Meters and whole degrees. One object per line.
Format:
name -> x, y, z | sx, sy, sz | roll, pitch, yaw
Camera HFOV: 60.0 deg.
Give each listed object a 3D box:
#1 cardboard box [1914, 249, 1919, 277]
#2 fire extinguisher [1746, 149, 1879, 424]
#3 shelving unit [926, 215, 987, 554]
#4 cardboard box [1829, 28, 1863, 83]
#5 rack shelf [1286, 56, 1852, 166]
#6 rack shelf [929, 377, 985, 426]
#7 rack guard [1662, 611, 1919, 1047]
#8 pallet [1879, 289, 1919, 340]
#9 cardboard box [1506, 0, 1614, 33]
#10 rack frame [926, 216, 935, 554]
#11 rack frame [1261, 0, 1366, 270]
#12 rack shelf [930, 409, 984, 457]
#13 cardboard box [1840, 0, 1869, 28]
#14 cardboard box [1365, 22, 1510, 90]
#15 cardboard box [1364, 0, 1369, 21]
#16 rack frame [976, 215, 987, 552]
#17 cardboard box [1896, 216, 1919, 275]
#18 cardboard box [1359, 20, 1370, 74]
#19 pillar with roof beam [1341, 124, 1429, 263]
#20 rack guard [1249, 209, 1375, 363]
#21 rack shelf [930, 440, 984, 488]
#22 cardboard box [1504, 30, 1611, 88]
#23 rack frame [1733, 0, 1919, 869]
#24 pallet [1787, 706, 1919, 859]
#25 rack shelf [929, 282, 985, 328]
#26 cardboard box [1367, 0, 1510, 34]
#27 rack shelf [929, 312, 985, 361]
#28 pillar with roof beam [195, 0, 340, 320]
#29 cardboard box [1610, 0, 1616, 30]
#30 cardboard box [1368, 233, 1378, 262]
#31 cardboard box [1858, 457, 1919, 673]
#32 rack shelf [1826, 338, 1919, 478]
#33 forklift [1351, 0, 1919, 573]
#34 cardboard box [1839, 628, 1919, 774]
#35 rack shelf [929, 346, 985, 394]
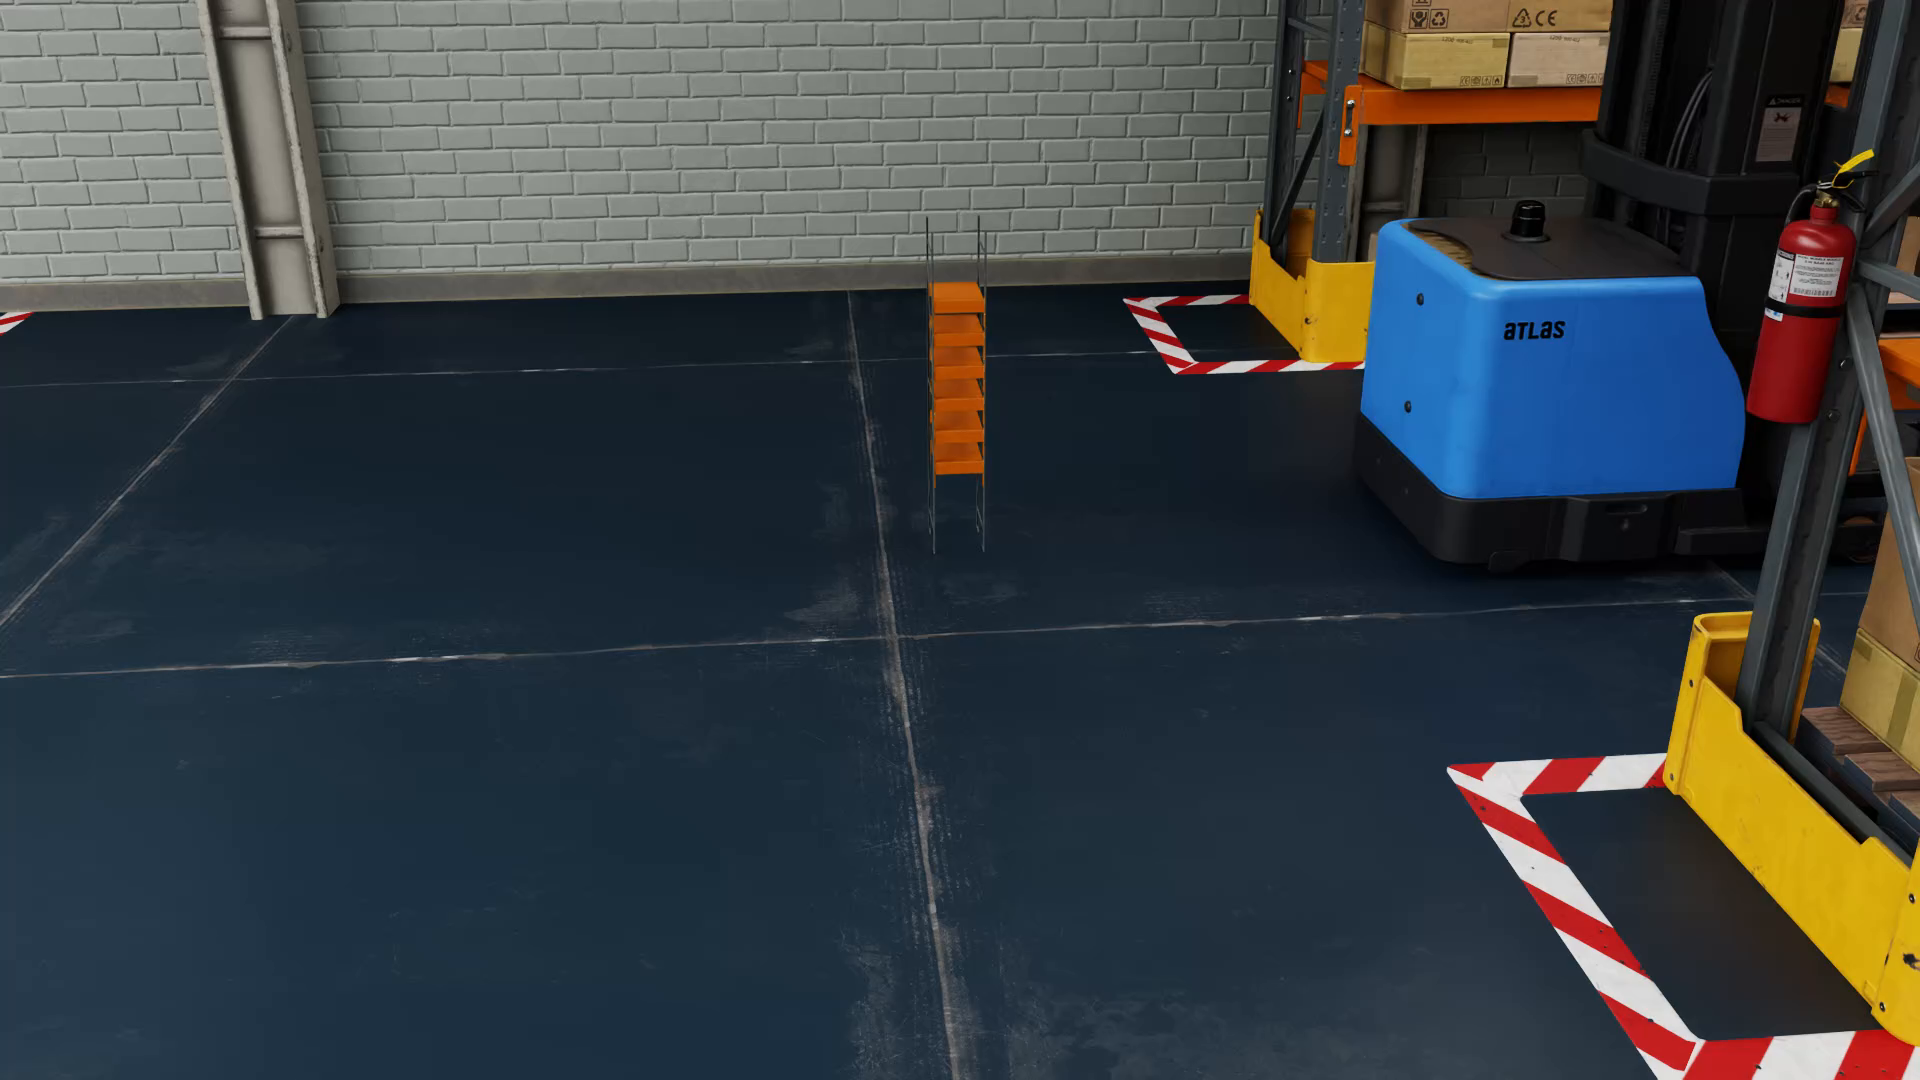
cardboard box -> 5.199, -1.515, 8.912 | 0.250, 0.166, 0.380 | -5, 25, -12
fire extinguisher -> 2.075, -0.628, 4.065 | 0.183, 0.674, 0.296 | -2, 24, -5
shelving unit -> -0.014, -0.548, 6.005 | 0.189, 1.200, 0.258 | -2, 24, -5
cardboard box -> 4.292, -2.398, 8.113 | 0.500, 0.250, 0.500 | -2, 24, -5
rack shelf -> 3.738, -2.233, 8.467 | 4.000, 0.370, 1.077 | -2, 24, -5
rack shelf -> -0.014, -0.507, 6.023 | 0.180, 0.103, 0.258 | -2, 24, -5
rack guard -> 2.215, 0.663, 4.143 | 0.348, 0.500, 1.175 | -2, 24, -5
pallet -> 5.064, -1.327, 8.975 | 1.213, 0.211, 1.003 | -2, 24, -5
cardboard box -> 2.746, -2.679, 7.821 | 0.500, 0.500, 0.500 | -2, 24, -5
rack frame -> -0.105, -0.544, 5.997 | 0.006, 1.200, 0.240 | -2, 24, -5
rack frame -> 1.748, -2.482, 8.142 | 0.127, 3.000, 1.000 | -2, 24, -5
rack shelf -> -0.014, -0.397, 6.072 | 0.180, 0.103, 0.258 | -2, 24, -5
cardboard box -> 4.290, -2.743, 7.966 | 0.500, 0.500, 0.500 | -3, 24, -7
cardboard box -> 2.265, -2.314, 7.923 | 0.500, 0.250, 0.500 | -3, 24, -7
cardboard box -> 2.196, -2.870, 8.251 | 0.500, 0.500, 0.500 | -3, 24, -6
rack frame -> 0.077, -0.551, 6.013 | 0.006, 1.200, 0.240 | -2, 24, -5
cardboard box -> 4.700, -1.643, 8.790 | 0.500, 0.500, 0.500 | -4, 24, -9
cardboard box -> 2.194, -2.520, 8.386 | 0.500, 0.250, 0.500 | -2, 24, -4
pillar with roof beam -> 2.783, -3.861, 3.858 | 0.400, 9.000, 9.100 | -2, 24, -5
rack guard -> 1.824, -1.343, 8.656 | 0.348, 0.500, 1.175 | -2, 24, -5
rack shelf -> -0.014, -0.288, 6.121 | 0.180, 0.103, 0.258 | -2, 24, -5
cardboard box -> 2.780, -2.341, 7.983 | 0.500, 0.250, 0.500 | -3, 24, -7
rack frame -> 2.239, -0.480, 3.637 | 0.127, 3.000, 1.000 | -2, 24, -5
pallet -> 2.996, 0.747, 4.310 | 1.213, 0.211, 1.003 | -2, 24, -5
rack shelf -> -0.014, -0.836, 5.877 | 0.180, 0.103, 0.258 | -2, 24, -5
cardboard box -> 2.253, -2.663, 7.785 | 0.500, 0.500, 0.500 | -2, 24, -5
rack shelf -> -0.014, -0.726, 5.926 | 0.180, 0.103, 0.258 | -2, 24, -5
pillar with roof beam -> -3.188, -3.622, 3.319 | 0.400, 9.000, 9.100 | -2, 24, -5
cardboard box -> 3.260, -2.697, 7.861 | 0.500, 0.500, 0.500 | -3, 24, -7
cardboard box -> 2.445, -1.446, 8.579 | 0.500, 0.311, 0.500 | -5, 24, -11
cardboard box -> 2.743, 0.100, 4.277 | 0.500, 0.500, 0.500 | -2, 24, -5
rack shelf -> 4.229, -0.231, 3.963 | 4.000, 0.370, 1.077 | -2, 24, -5
forklift -> 3.140, -1.467, 5.941 | 3.031, 2.935, 1.130 | -3, 24, -6
cardboard box -> 2.743, 0.444, 4.427 | 0.500, 0.250, 0.500 | -2, 24, -5
rack shelf -> -0.014, -0.617, 5.974 | 0.180, 0.103, 0.258 | -2, 24, -5
